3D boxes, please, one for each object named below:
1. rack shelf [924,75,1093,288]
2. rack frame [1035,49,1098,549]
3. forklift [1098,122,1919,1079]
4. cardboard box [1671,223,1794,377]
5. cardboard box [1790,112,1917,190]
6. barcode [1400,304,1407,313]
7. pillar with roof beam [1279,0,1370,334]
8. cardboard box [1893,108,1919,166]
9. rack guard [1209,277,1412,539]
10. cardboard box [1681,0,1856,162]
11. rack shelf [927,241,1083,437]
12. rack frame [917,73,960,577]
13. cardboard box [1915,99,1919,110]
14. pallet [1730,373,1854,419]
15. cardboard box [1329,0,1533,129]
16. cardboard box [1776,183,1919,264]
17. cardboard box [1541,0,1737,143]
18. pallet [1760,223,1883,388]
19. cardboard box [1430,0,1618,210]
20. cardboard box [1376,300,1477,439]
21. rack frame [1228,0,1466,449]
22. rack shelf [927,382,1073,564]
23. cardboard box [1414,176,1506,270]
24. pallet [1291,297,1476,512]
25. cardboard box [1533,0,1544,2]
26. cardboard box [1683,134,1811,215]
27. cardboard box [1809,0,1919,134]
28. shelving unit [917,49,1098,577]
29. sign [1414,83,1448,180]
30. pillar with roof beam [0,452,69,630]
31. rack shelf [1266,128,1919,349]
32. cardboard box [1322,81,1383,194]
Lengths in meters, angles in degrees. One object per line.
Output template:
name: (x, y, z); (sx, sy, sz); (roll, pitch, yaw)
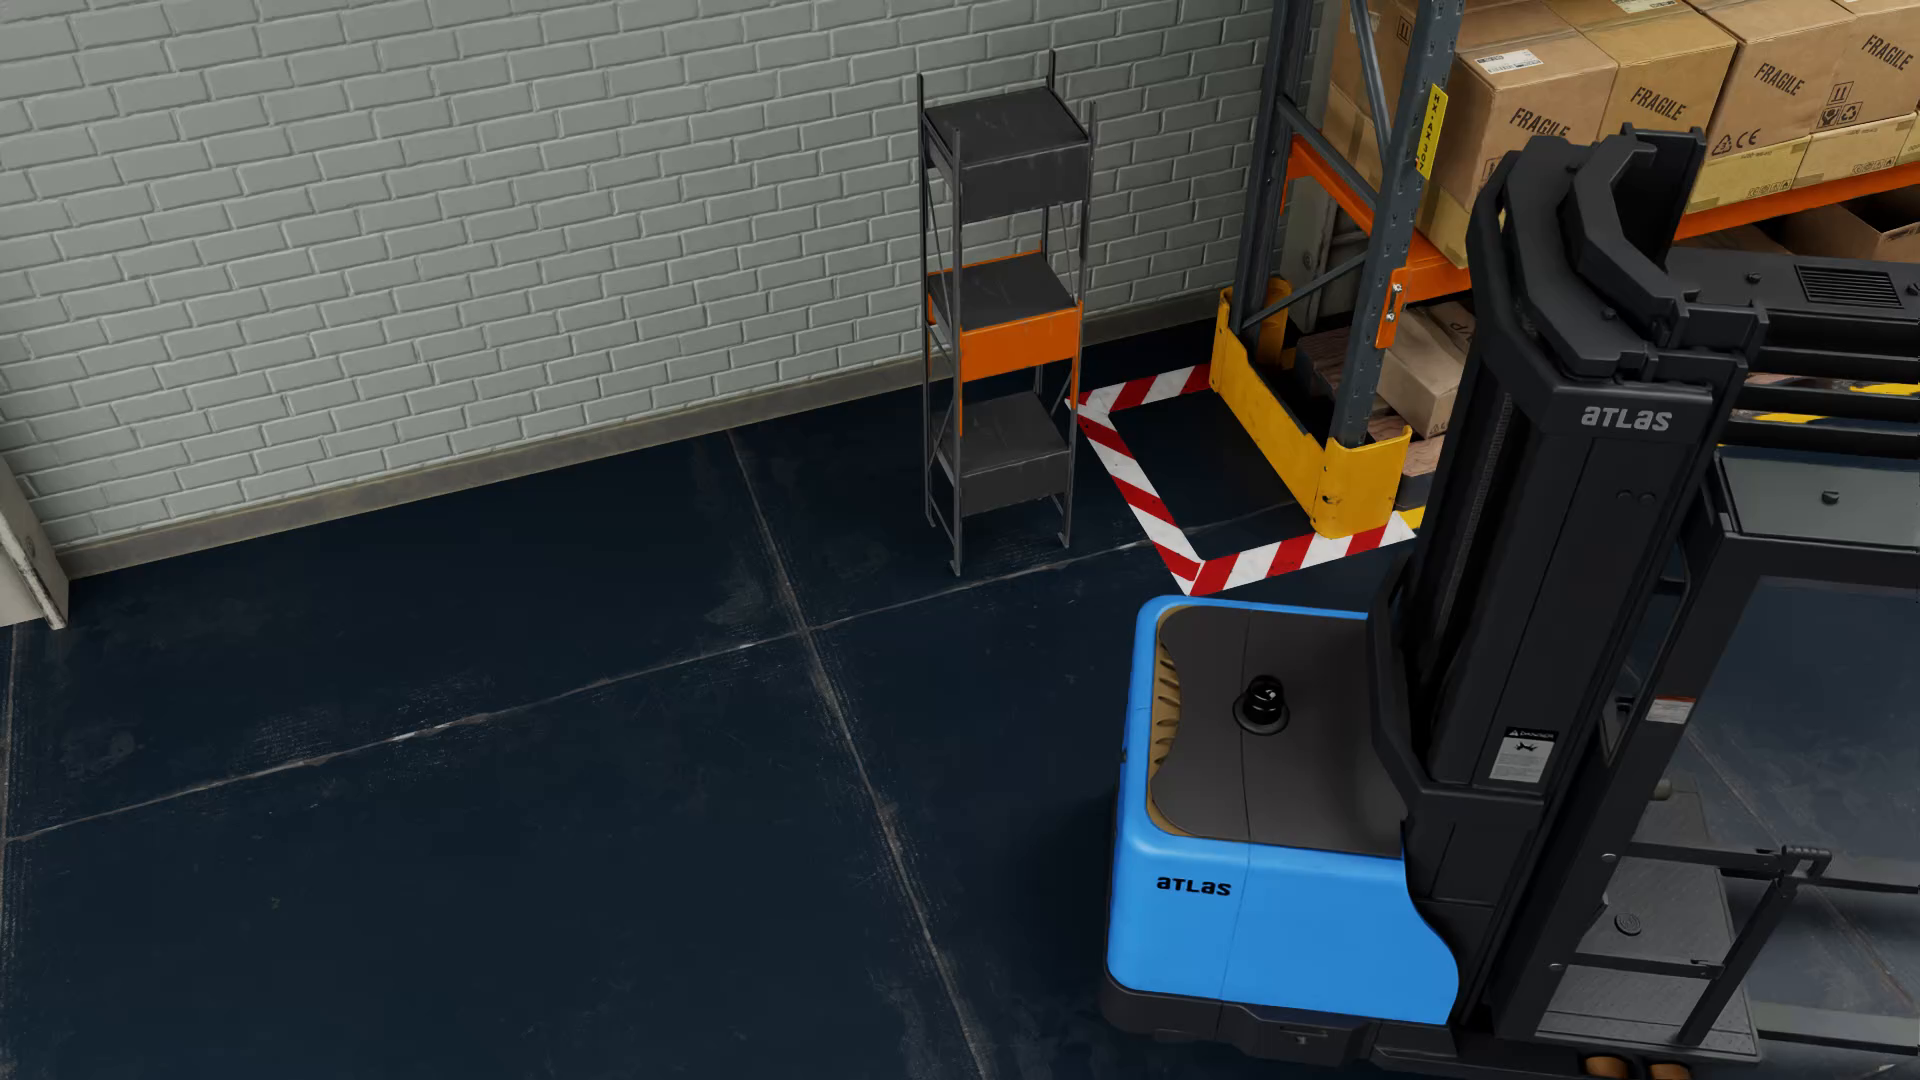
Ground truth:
rack shelf: (0.156, -1.266, 5.869); (0.480, 0.518, 0.431); (-14, 47, -14)
rack frame: (0.385, -0.840, 6.414); (0.015, 2.100, 0.400); (-14, 47, -14)
forklift: (2.010, 0.364, 4.627); (3.031, 2.935, 1.130); (5, 45, 5)
cardboard box: (3.361, -1.122, 7.514); (0.500, 0.500, 0.700); (-17, 48, -16)
cardboard box: (3.444, -1.695, 6.723); (0.500, 0.250, 0.500); (-14, 47, -14)
barcode: (1.999, -1.049, 7.568); (0.075, 0.075, 0.001); (-14, 47, -14)
pillar with roof beam: (3.263, -1.457, 2.158); (0.400, 9.000, 9.100); (-14, 47, -14)
cardboard box: (3.917, -1.817, 6.844); (0.500, 0.250, 0.500); (-15, 47, -14)
rack guard: (1.508, -0.598, 7.302); (0.348, 0.500, 1.175); (-14, 47, -14)
cardboard box: (2.944, -1.828, 6.326); (0.500, 0.500, 0.500); (-16, 47, -15)
rack shelf: (0.156, -0.771, 6.365); (0.480, 0.518, 0.431); (-14, 47, -14)
rack frame: (-0.074, -0.722, 6.297); (0.015, 2.100, 0.400); (-14, 47, -14)
cardboard box: (3.914, -2.086, 6.582); (0.500, 0.500, 0.500); (-16, 47, -15)
pallet: (3.430, -0.959, 7.866); (1.213, 0.211, 1.003); (-14, 47, -14)
cardboard box: (1.808, -1.936, 6.433); (0.500, 0.500, 0.500); (-15, 47, -14)
cardboard box: (4.236, -1.421, 7.812); (0.500, 0.500, 0.500); (-18, 48, -17)
cardboard box: (2.456, -1.708, 6.206); (0.500, 0.500, 0.500); (-14, 47, -14)
pallet: (4.579, -1.255, 8.161); (1.213, 0.211, 1.003); (-14, 47, -14)
cardboard box: (1.988, -1.596, 6.094); (0.500, 0.500, 0.500); (-14, 47, -14)
cardboard box: (2.118, -0.775, 7.301); (0.500, 0.311, 0.500); (-19, 48, -18)
rack frame: (1.437, -1.462, 6.399); (0.127, 3.000, 1.000); (-14, 47, -14)
rack shelf: (0.156, -0.277, 6.861); (0.480, 0.518, 0.431); (-14, 47, -14)
cardboard box: (2.003, -1.322, 6.351); (0.500, 0.250, 0.500); (-16, 47, -15)
pallet: (2.284, -0.668, 7.576); (1.213, 0.211, 1.003); (-14, 47, -14)
cardboard box: (2.284, -2.051, 6.548); (0.500, 0.500, 0.500); (-14, 47, -13)
cardboard box: (2.968, -1.575, 6.603); (0.500, 0.250, 0.500); (-15, 47, -14)
cardboard box: (3.425, -1.960, 6.457); (0.500, 0.500, 0.500); (-13, 47, -13)
shelving unit: (0.156, -0.781, 6.355); (0.503, 2.100, 0.431); (-14, 47, -14)
sign: (1.621, -1.406, 5.732); (0.005, 0.325, 0.100); (-14, 47, -14)
pillar with roof beam: (-2.381, -0.014, 0.720); (0.400, 9.000, 9.100); (-14, 47, -14)
rack shelf: (3.318, -1.689, 7.133); (4.000, 0.370, 1.077); (-14, 47, -14)
cardboard box: (1.810, -1.658, 6.686); (0.500, 0.250, 0.500); (-14, 47, -13)
